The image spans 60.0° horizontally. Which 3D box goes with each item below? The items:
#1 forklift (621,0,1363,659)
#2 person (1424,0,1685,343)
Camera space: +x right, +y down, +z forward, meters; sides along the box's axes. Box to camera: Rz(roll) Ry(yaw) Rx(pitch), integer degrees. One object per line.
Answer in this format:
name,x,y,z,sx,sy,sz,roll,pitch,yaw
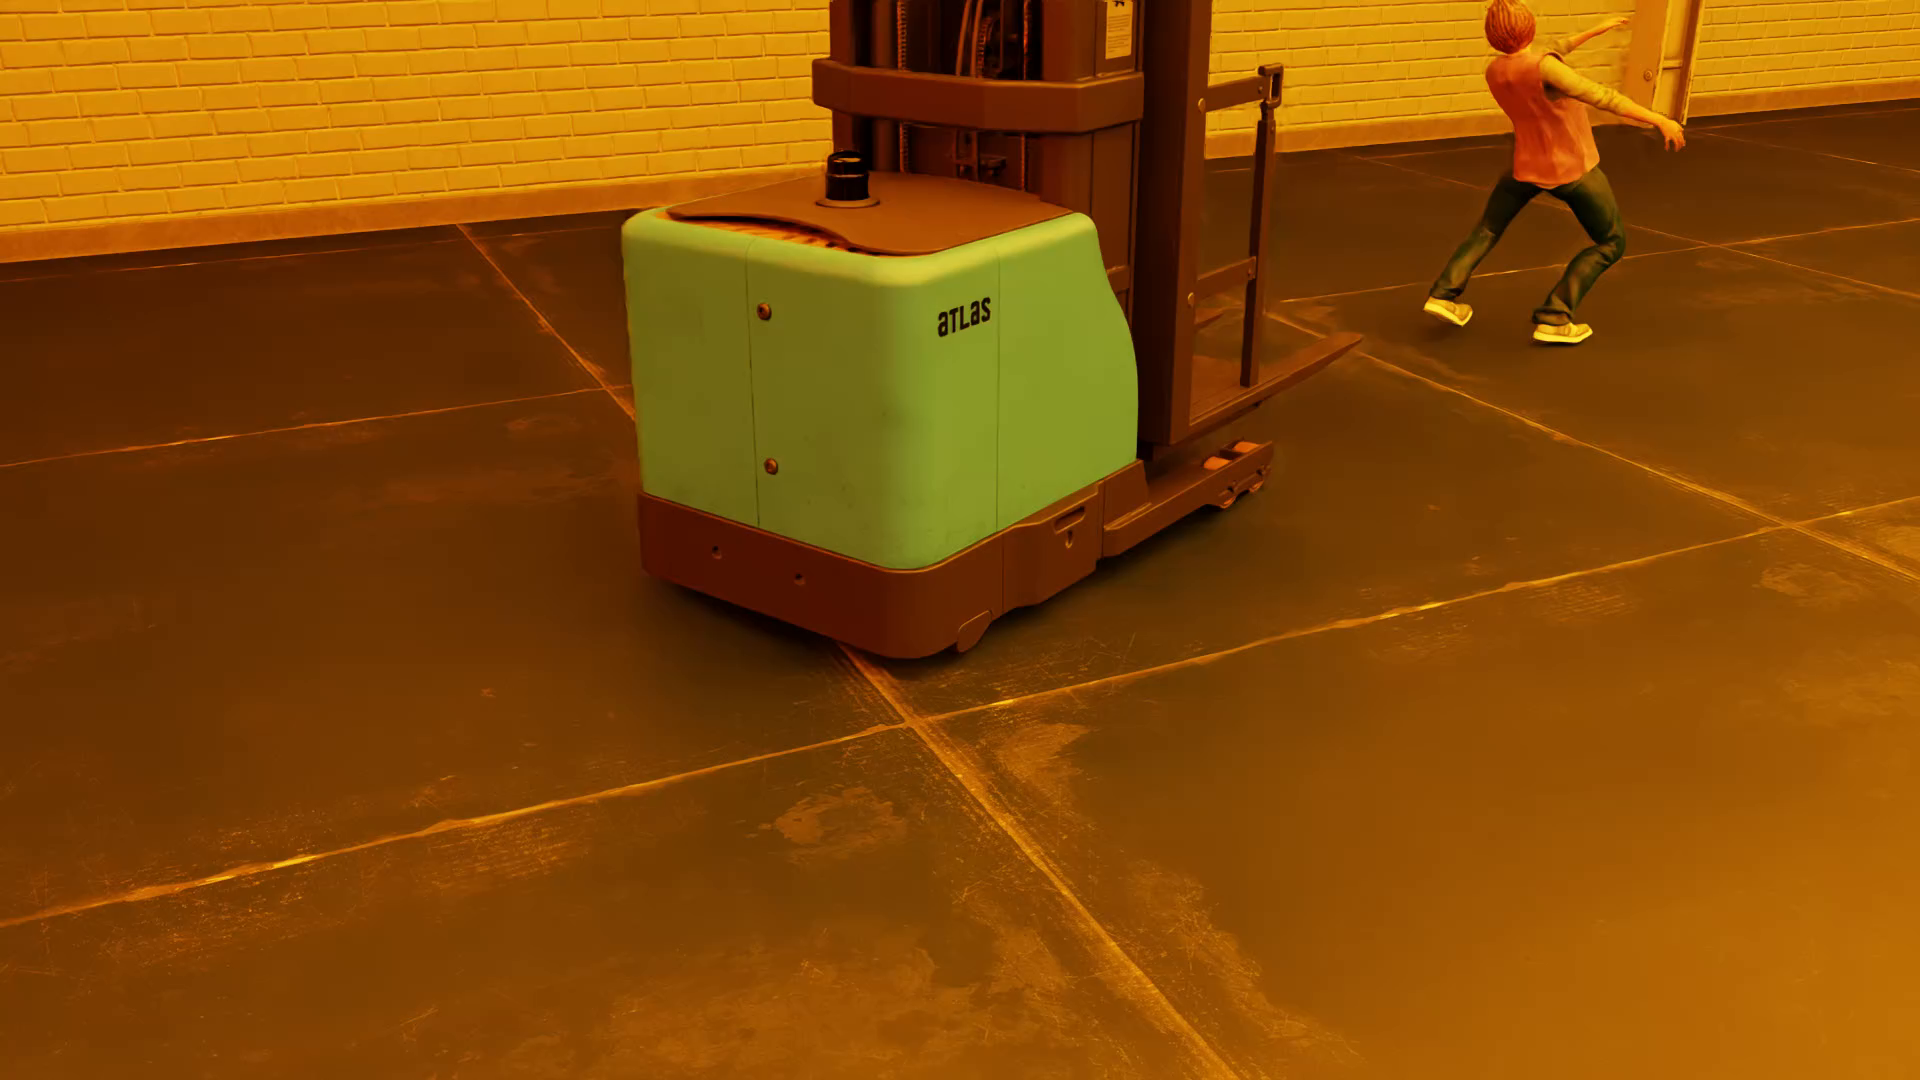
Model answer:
forklift,0.380,-1.554,5.027,1.130,2.935,3.031,16,28,34
person,2.527,-1.510,6.902,0.739,1.399,0.855,-19,29,-38
